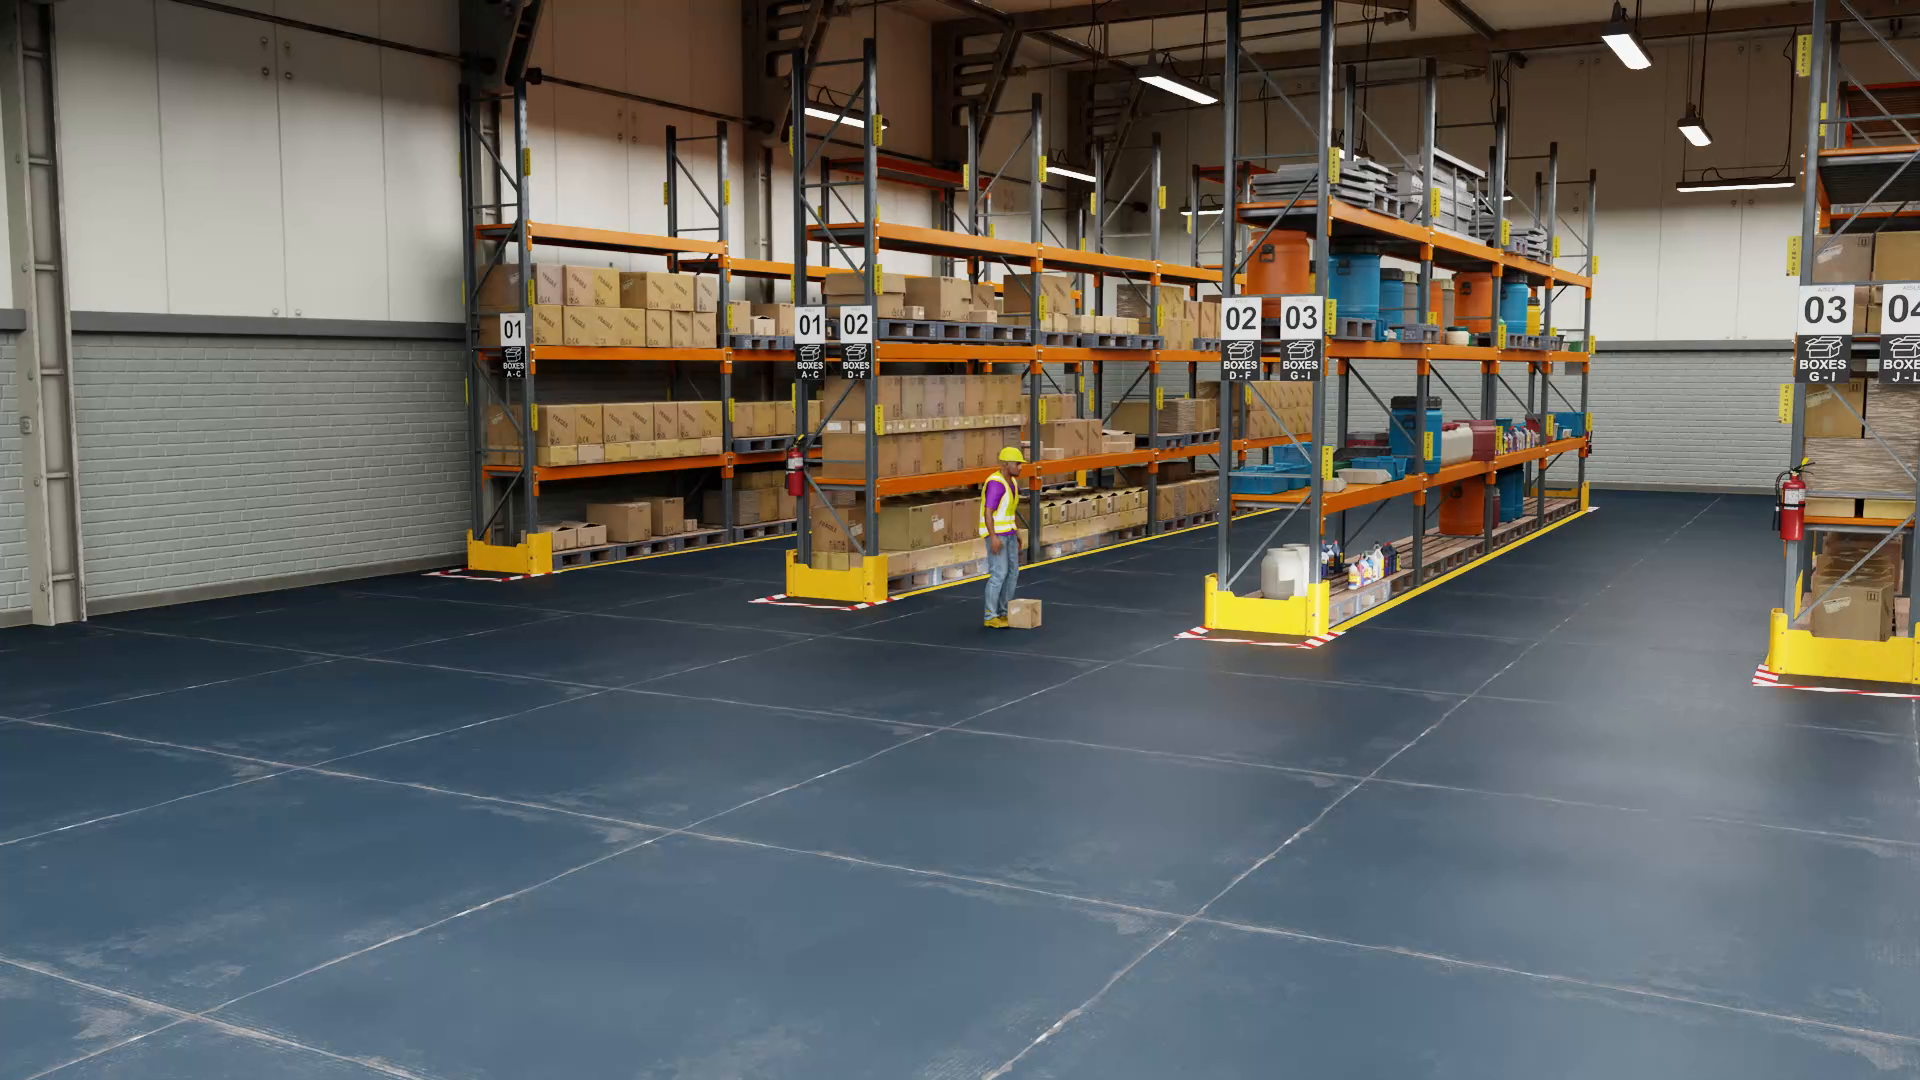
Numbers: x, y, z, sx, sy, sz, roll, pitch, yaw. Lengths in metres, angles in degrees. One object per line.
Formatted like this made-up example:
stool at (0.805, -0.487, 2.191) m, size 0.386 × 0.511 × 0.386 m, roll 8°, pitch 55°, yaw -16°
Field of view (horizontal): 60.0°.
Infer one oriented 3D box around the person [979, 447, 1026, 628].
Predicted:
person at (0.435, -0.035, 16.409) m, size 0.457 × 1.757 × 0.638 m, roll 3°, pitch 7°, yaw 26°
